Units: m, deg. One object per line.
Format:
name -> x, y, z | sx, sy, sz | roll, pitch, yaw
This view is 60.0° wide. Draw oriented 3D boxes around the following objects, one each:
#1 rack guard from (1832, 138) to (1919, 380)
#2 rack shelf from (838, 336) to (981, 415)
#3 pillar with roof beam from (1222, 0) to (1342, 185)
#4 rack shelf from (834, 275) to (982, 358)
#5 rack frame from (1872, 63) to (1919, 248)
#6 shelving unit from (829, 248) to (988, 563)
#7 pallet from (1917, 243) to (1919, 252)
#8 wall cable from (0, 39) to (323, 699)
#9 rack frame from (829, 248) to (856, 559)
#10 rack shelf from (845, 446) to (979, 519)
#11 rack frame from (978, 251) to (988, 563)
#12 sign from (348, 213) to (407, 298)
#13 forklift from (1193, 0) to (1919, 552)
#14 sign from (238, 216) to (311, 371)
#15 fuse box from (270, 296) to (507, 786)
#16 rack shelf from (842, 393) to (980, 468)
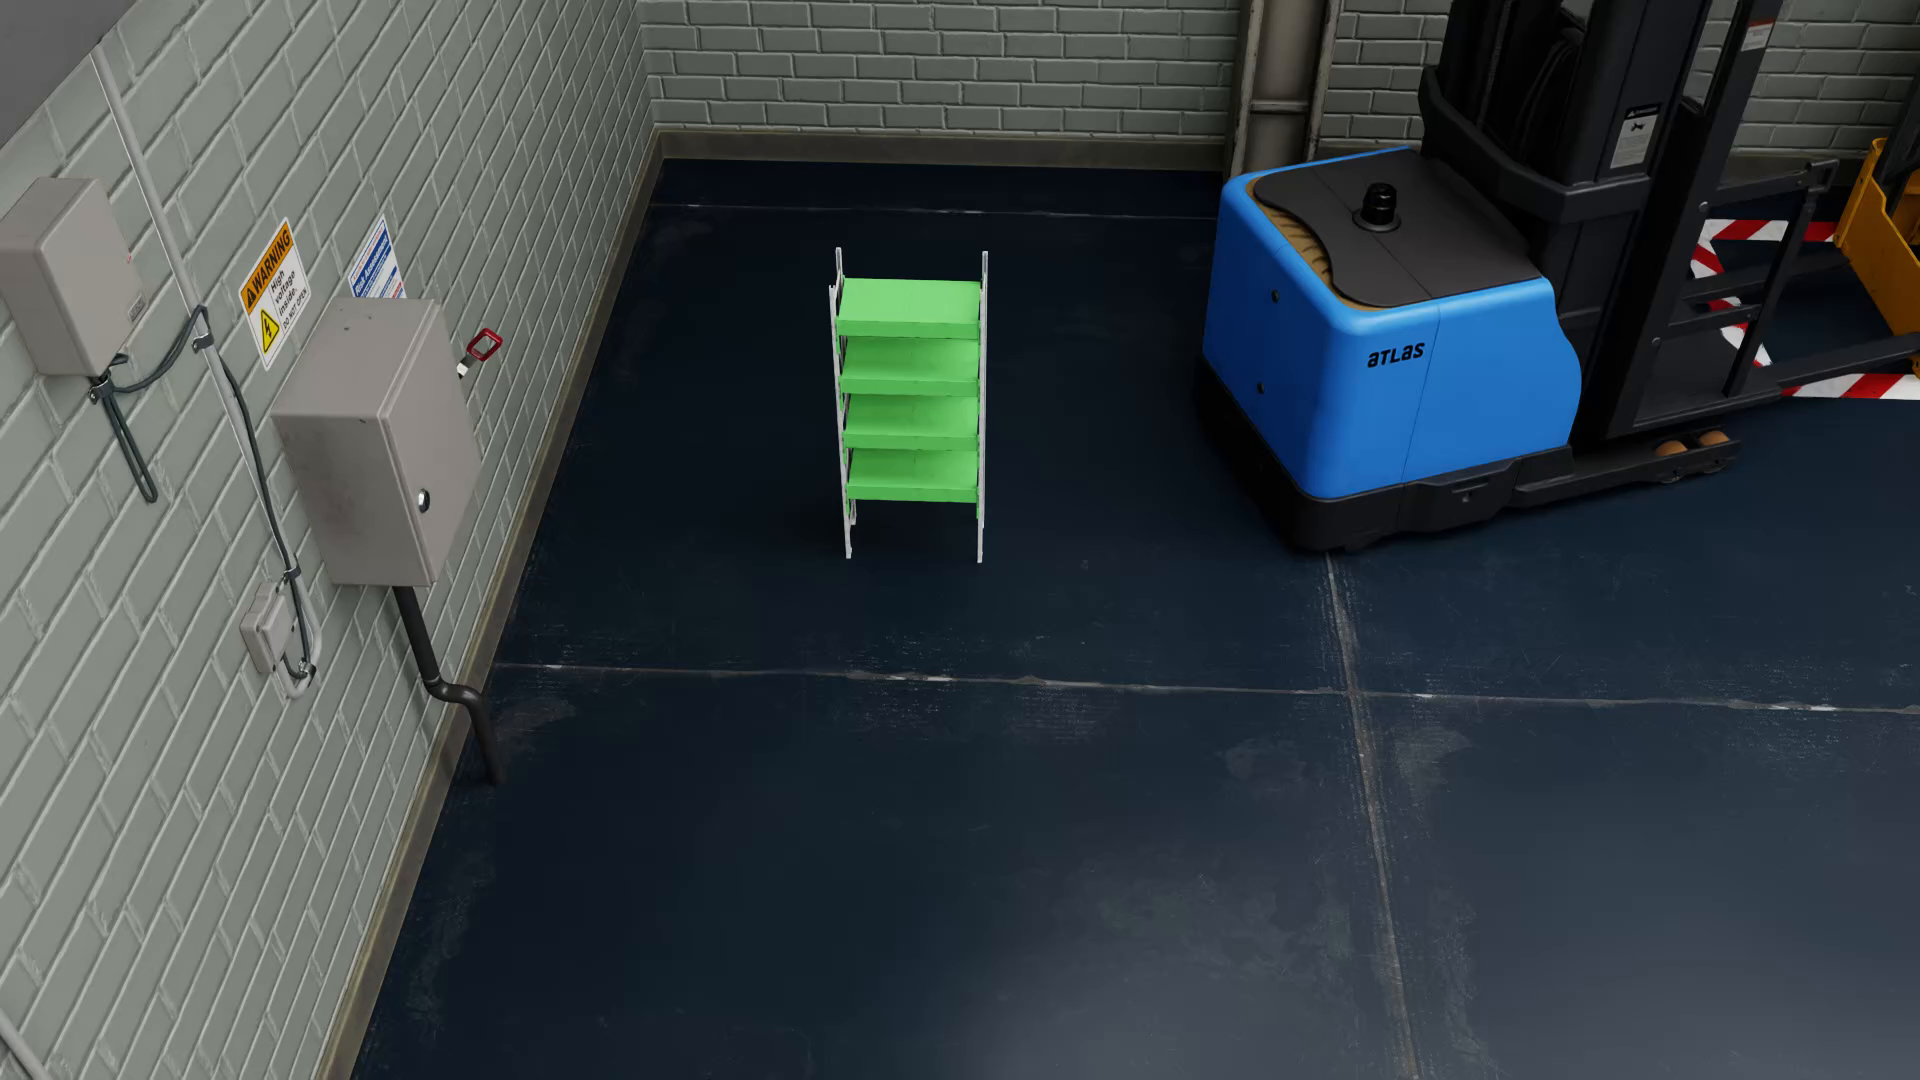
rack guard -> 4.215, -1.217, 7.190 | 0.348, 0.500, 1.175 | 2, 43, 2
rack shelf -> -0.165, -0.573, 5.726 | 0.480, 0.148, 0.258 | 2, 43, 2
pillar with roof beam -> 1.292, -2.094, 1.896 | 0.400, 9.000, 9.100 | 2, 43, 2
rack shelf -> -0.165, -0.749, 5.563 | 0.480, 0.148, 0.258 | 2, 43, 2
rack frame -> 4.139, -2.134, 6.340 | 0.127, 3.000, 1.000 | 2, 43, 2
shelving unit -> -0.165, -0.444, 5.846 | 0.503, 1.200, 0.258 | 2, 43, 2
pallet -> 5.011, -1.087, 7.263 | 1.213, 0.211, 1.003 | 2, 43, 2
wall cable -> -1.663, -0.249, 3.571 | 0.122, 1.984, 0.588 | 2, 43, 2
rack frame -> -0.409, -0.452, 5.855 | 0.015, 1.200, 0.240 | 2, 43, 2
rack shelf -> -0.165, -0.222, 6.054 | 0.480, 0.148, 0.258 | 2, 43, 2
rack frame -> 0.078, -0.437, 5.838 | 0.015, 1.200, 0.240 | 2, 43, 2
sign -> -1.659, -0.645, 4.811 | 0.001, 0.494, 0.329 | 2, 43, 2
forklift -> 2.520, -1.624, 5.843 | 3.031, 2.935, 1.130 | -13, 44, -13
sign -> -1.684, -0.608, 4.096 | 0.001, 0.242, 0.339 | 2, 43, 2
fuse box -> -1.475, 0.134, 4.850 | 0.414, 1.711, 0.539 | 2, 43, 2
rack shelf -> -0.165, -0.397, 5.890 | 0.480, 0.148, 0.258 | 2, 43, 2
